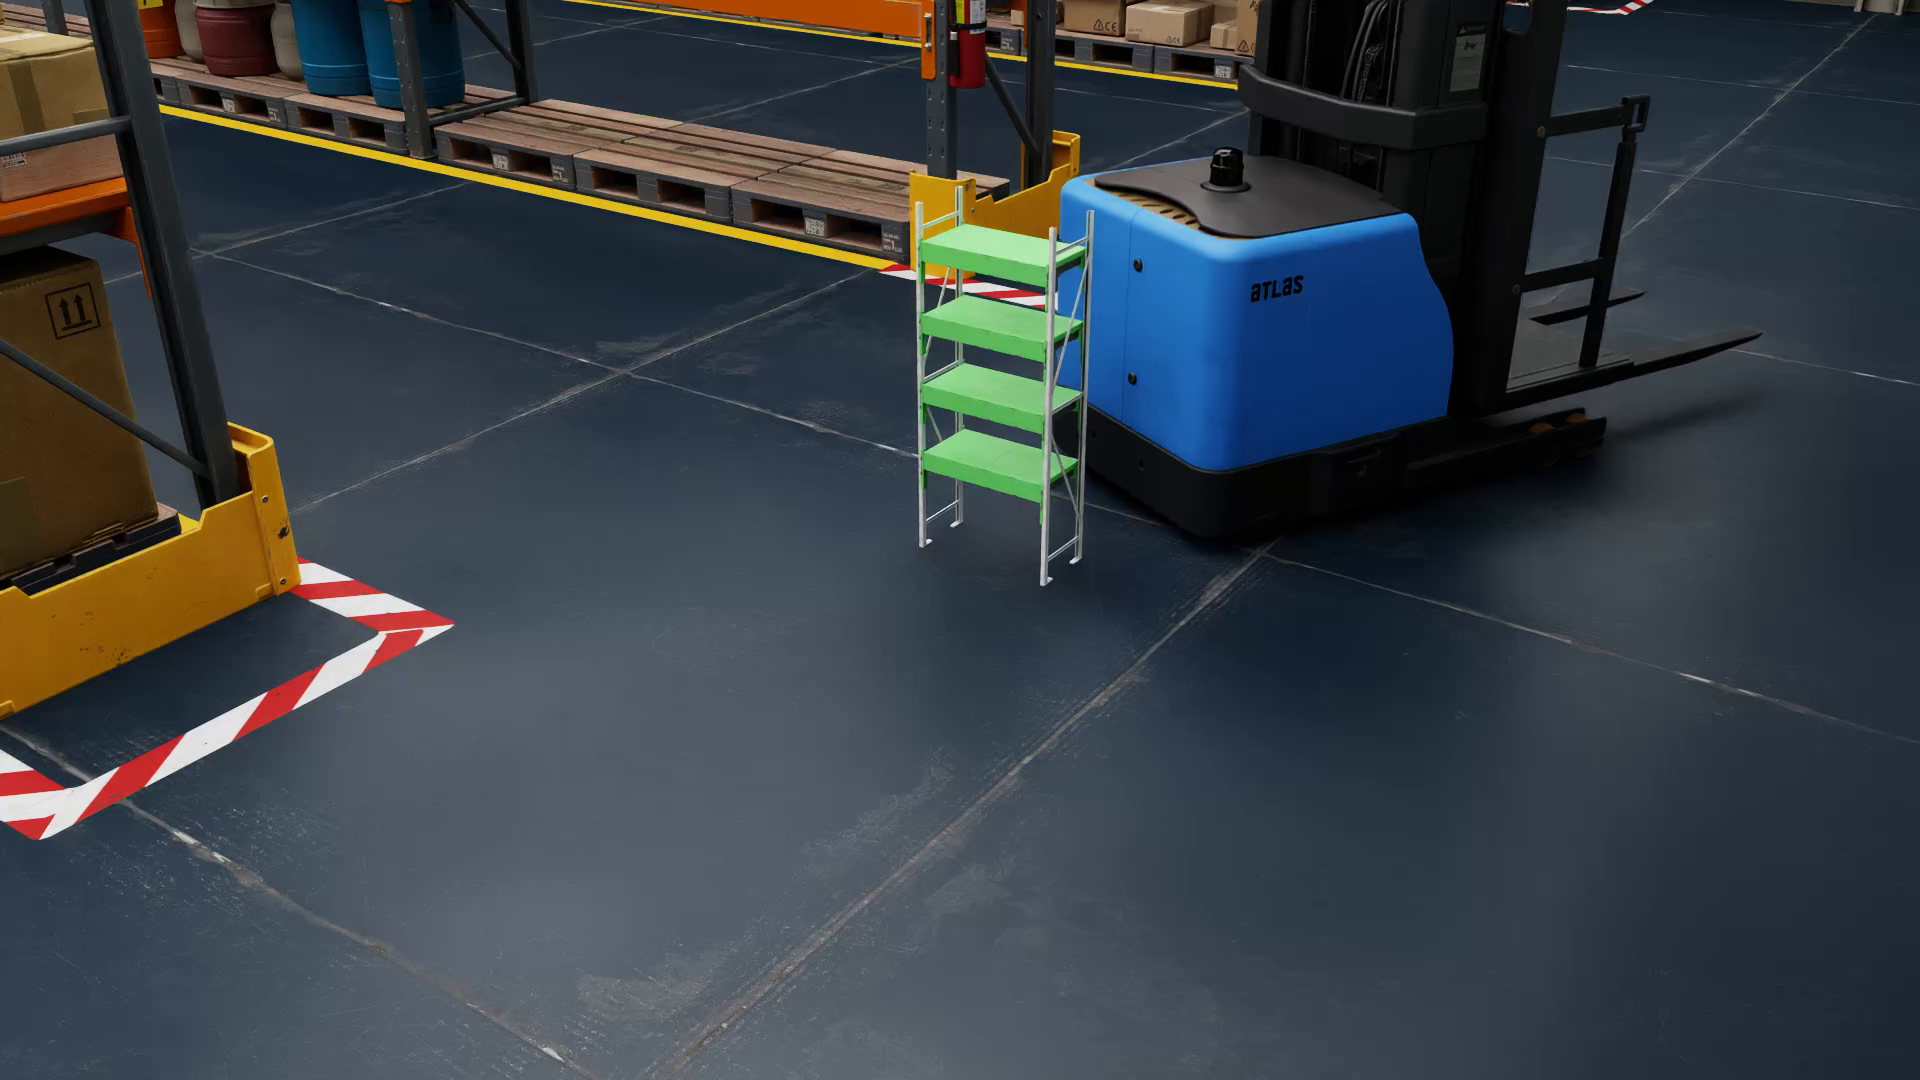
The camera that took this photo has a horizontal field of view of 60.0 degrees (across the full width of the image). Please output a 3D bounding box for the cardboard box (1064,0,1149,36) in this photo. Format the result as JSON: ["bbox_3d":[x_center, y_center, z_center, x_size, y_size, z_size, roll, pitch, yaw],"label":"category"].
[{"bbox_3d":[1.230,-4.366,13.290,0.637,0.503,0.797,17,32,30],"label":"cardboard box"}]

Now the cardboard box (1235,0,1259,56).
[{"bbox_3d":[2.388,-3.866,12.310,0.500,0.500,0.500,17,32,30],"label":"cardboard box"}]

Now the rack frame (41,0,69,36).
[{"bbox_3d":[-6.427,-4.939,12.149,0.127,3.000,1.000,17,32,30],"label":"rack frame"}]

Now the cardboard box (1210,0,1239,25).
[{"bbox_3d":[2.276,-4.081,13.008,0.500,0.250,0.500,17,32,30],"label":"cardboard box"}]

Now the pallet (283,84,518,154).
[{"bbox_3d":[-3.742,-2.883,11.183,1.213,0.211,1.003,17,32,30],"label":"pallet"}]

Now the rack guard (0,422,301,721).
[{"bbox_3d":[-2.617,0.087,5.028,0.348,0.500,1.175,17,32,30],"label":"rack guard"}]

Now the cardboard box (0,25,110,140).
[{"bbox_3d":[-2.879,-1.323,4.881,0.500,0.250,0.500,16,31,29],"label":"cardboard box"}]

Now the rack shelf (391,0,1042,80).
[{"bbox_3d":[-1.481,-3.078,9.284,4.000,0.370,1.077,17,32,30],"label":"rack shelf"}]

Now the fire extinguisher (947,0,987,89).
[{"bbox_3d":[0.035,-2.476,7.804,0.183,0.674,0.296,17,32,30],"label":"fire extinguisher"}]

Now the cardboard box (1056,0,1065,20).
[{"bbox_3d":[0.927,-4.528,13.820,0.500,0.311,0.500,17,32,30],"label":"cardboard box"}]

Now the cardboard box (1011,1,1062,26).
[{"bbox_3d":[0.620,-4.290,13.510,0.250,0.166,0.380,17,32,30],"label":"cardboard box"}]

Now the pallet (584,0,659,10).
[{"bbox_3d":[-3.025,-5.342,16.014,1.213,0.211,1.003,17,32,30],"label":"pallet"}]

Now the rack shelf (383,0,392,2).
[{"bbox_3d":[-4.778,-4.105,11.303,4.000,0.370,1.077,17,32,30],"label":"rack shelf"}]

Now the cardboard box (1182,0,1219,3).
[{"bbox_3d":[1.863,-4.209,13.260,0.500,0.250,0.500,17,32,30],"label":"cardboard box"}]

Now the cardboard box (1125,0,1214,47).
[{"bbox_3d":[1.622,-4.009,12.868,0.500,0.250,0.500,17,32,30],"label":"cardboard box"}]

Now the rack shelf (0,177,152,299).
[{"bbox_3d":[-4.285,-1.226,5.646,4.000,0.370,1.077,17,32,30],"label":"rack shelf"}]

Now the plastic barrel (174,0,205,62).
[{"bbox_3d":[-5.498,-3.787,12.164,0.421,0.512,0.421,0,27,0],"label":"plastic barrel"}]

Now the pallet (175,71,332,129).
[{"bbox_3d":[-4.752,-3.196,11.798,1.213,0.211,1.003,17,32,30],"label":"pallet"}]

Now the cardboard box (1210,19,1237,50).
[{"bbox_3d":[2.105,-3.855,12.656,0.250,0.166,0.380,17,32,30],"label":"cardboard box"}]

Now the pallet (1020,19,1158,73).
[{"bbox_3d":[1.253,-4.031,13.438,1.213,0.211,1.003,17,32,30],"label":"pallet"}]

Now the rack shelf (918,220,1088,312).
[{"bbox_3d":[0.136,-0.863,5.206,0.480,0.148,0.258,17,32,30],"label":"rack shelf"}]

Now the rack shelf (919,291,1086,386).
[{"bbox_3d":[0.136,-0.649,5.314,0.480,0.148,0.258,17,32,30],"label":"rack shelf"}]

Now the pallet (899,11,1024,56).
[{"bbox_3d":[0.244,-4.344,14.053,1.213,0.211,1.003,17,32,30],"label":"pallet"}]

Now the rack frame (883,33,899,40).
[{"bbox_3d":[-0.322,-5.763,13.767,0.127,3.000,1.000,17,32,30],"label":"rack frame"}]

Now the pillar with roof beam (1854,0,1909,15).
[{"bbox_3d":[6.055,-7.283,10.140,0.400,9.000,9.100,17,32,30],"label":"pillar with roof beam"}]

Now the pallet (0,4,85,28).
[{"bbox_3d":[-8.045,-4.224,13.817,1.213,0.211,1.003,17,32,30],"label":"pallet"}]

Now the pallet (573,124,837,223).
[{"bbox_3d":[-1.492,-2.182,9.805,1.213,0.211,1.003,17,32,30],"label":"pallet"}]

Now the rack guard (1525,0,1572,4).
[{"bbox_3d":[5.797,-5.469,15.945,0.348,0.500,1.175,17,32,30],"label":"rack guard"}]

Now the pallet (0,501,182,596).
[{"bbox_3d":[-3.340,0.033,5.452,1.213,0.211,1.003,17,32,30],"label":"pallet"}]

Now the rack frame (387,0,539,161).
[{"bbox_3d":[-3.129,-3.912,10.130,0.127,3.000,1.000,17,32,30],"label":"rack frame"}]

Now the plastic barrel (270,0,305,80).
[{"bbox_3d":[-4.567,-3.497,11.594,0.421,0.512,0.421,0,27,0],"label":"plastic barrel"}]

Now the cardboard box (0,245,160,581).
[{"bbox_3d":[-3.209,-0.408,5.124,0.875,0.875,0.875,17,32,30],"label":"cardboard box"}]

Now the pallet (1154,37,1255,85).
[{"bbox_3d":[2.255,-3.717,12.822,1.213,0.211,1.003,17,32,30],"label":"pallet"}]

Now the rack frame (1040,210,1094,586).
[{"bbox_3d":[0.338,-0.430,5.271,0.015,1.200,0.240,17,32,30],"label":"rack frame"}]

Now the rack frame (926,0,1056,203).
[{"bbox_3d":[0.168,-2.885,8.112,0.127,3.000,1.000,17,32,30],"label":"rack frame"}]

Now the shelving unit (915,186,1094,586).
[{"bbox_3d":[0.136,-0.492,5.394,0.503,1.200,0.258,17,32,30],"label":"shelving unit"}]

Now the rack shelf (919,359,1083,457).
[{"bbox_3d":[0.136,-0.435,5.423,0.480,0.148,0.258,17,32,30],"label":"rack shelf"}]

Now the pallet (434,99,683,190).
[{"bbox_3d":[-2.501,-2.495,10.420,1.213,0.211,1.003,17,32,30],"label":"pallet"}]

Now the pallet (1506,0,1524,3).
[{"bbox_3d":[5.073,-5.522,16.369,1.213,0.211,1.003,17,32,30],"label":"pallet"}]

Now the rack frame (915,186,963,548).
[{"bbox_3d":[-0.065,-0.555,5.517,0.015,1.200,0.240,17,32,30],"label":"rack frame"}]

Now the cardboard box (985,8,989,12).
[{"bbox_3d":[-0.098,-4.572,13.907,0.500,0.311,0.500,17,32,30],"label":"cardboard box"}]

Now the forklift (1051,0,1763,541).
[{"bbox_3d":[1.882,-1.775,6.006,3.031,2.935,1.130,-14,30,-26],"label":"forklift"}]

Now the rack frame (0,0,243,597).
[{"bbox_3d":[-2.636,-1.033,4.473,0.127,3.000,1.000,17,32,30],"label":"rack frame"}]

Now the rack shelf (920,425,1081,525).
[{"bbox_3d":[0.136,-0.221,5.532,0.480,0.148,0.258,17,32,30],"label":"rack shelf"}]

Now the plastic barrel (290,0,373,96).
[{"bbox_3d":[-4.152,-3.492,11.155,0.708,0.901,0.600,17,32,30],"label":"plastic barrel"}]

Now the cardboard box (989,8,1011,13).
[{"bbox_3d":[0.308,-4.805,14.155,0.500,0.500,0.500,17,32,30],"label":"cardboard box"}]

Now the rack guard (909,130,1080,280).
[{"bbox_3d":[0.195,-1.770,8.676,0.348,0.500,1.175,17,32,30],"label":"rack guard"}]

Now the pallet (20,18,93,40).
[{"bbox_3d":[-7.043,-3.910,13.201,1.213,0.211,1.003,17,32,30],"label":"pallet"}]

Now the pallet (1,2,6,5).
[{"bbox_3d":[-9.054,-4.537,14.432,1.213,0.211,1.003,17,32,30],"label":"pallet"}]

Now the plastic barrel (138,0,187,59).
[{"bbox_3d":[-6.014,-4.040,12.311,0.708,0.830,0.600,17,32,30],"label":"plastic barrel"}]

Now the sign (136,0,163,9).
[{"bbox_3d":[-2.317,-1.661,4.664,0.005,0.325,0.100,17,32,30],"label":"sign"}]

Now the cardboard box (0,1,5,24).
[{"bbox_3d":[-3.291,-1.786,4.963,0.500,0.500,0.500,16,31,29],"label":"cardboard box"}]

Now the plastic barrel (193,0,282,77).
[{"bbox_3d":[-5.083,-3.643,11.796,0.708,0.588,0.600,17,32,30],"label":"plastic barrel"}]

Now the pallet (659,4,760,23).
[{"bbox_3d":[-2.024,-5.028,15.398,1.213,0.211,1.003,17,32,30],"label":"pallet"}]

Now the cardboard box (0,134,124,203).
[{"bbox_3d":[-2.742,-1.136,4.952,0.250,0.149,0.380,18,32,31],"label":"cardboard box"}]

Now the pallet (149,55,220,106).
[{"bbox_3d":[-5.753,-3.510,12.414,1.213,0.211,1.003,17,32,30],"label":"pallet"}]

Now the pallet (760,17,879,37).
[{"bbox_3d":[-1.014,-4.715,14.783,1.213,0.211,1.003,17,32,30],"label":"pallet"}]

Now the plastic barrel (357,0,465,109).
[{"bbox_3d":[-3.568,-3.310,10.798,0.708,0.901,0.600,17,32,30],"label":"plastic barrel"}]

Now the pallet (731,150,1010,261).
[{"bbox_3d":[-0.490,-1.869,9.189,1.213,0.211,1.003,17,32,30],"label":"pallet"}]
